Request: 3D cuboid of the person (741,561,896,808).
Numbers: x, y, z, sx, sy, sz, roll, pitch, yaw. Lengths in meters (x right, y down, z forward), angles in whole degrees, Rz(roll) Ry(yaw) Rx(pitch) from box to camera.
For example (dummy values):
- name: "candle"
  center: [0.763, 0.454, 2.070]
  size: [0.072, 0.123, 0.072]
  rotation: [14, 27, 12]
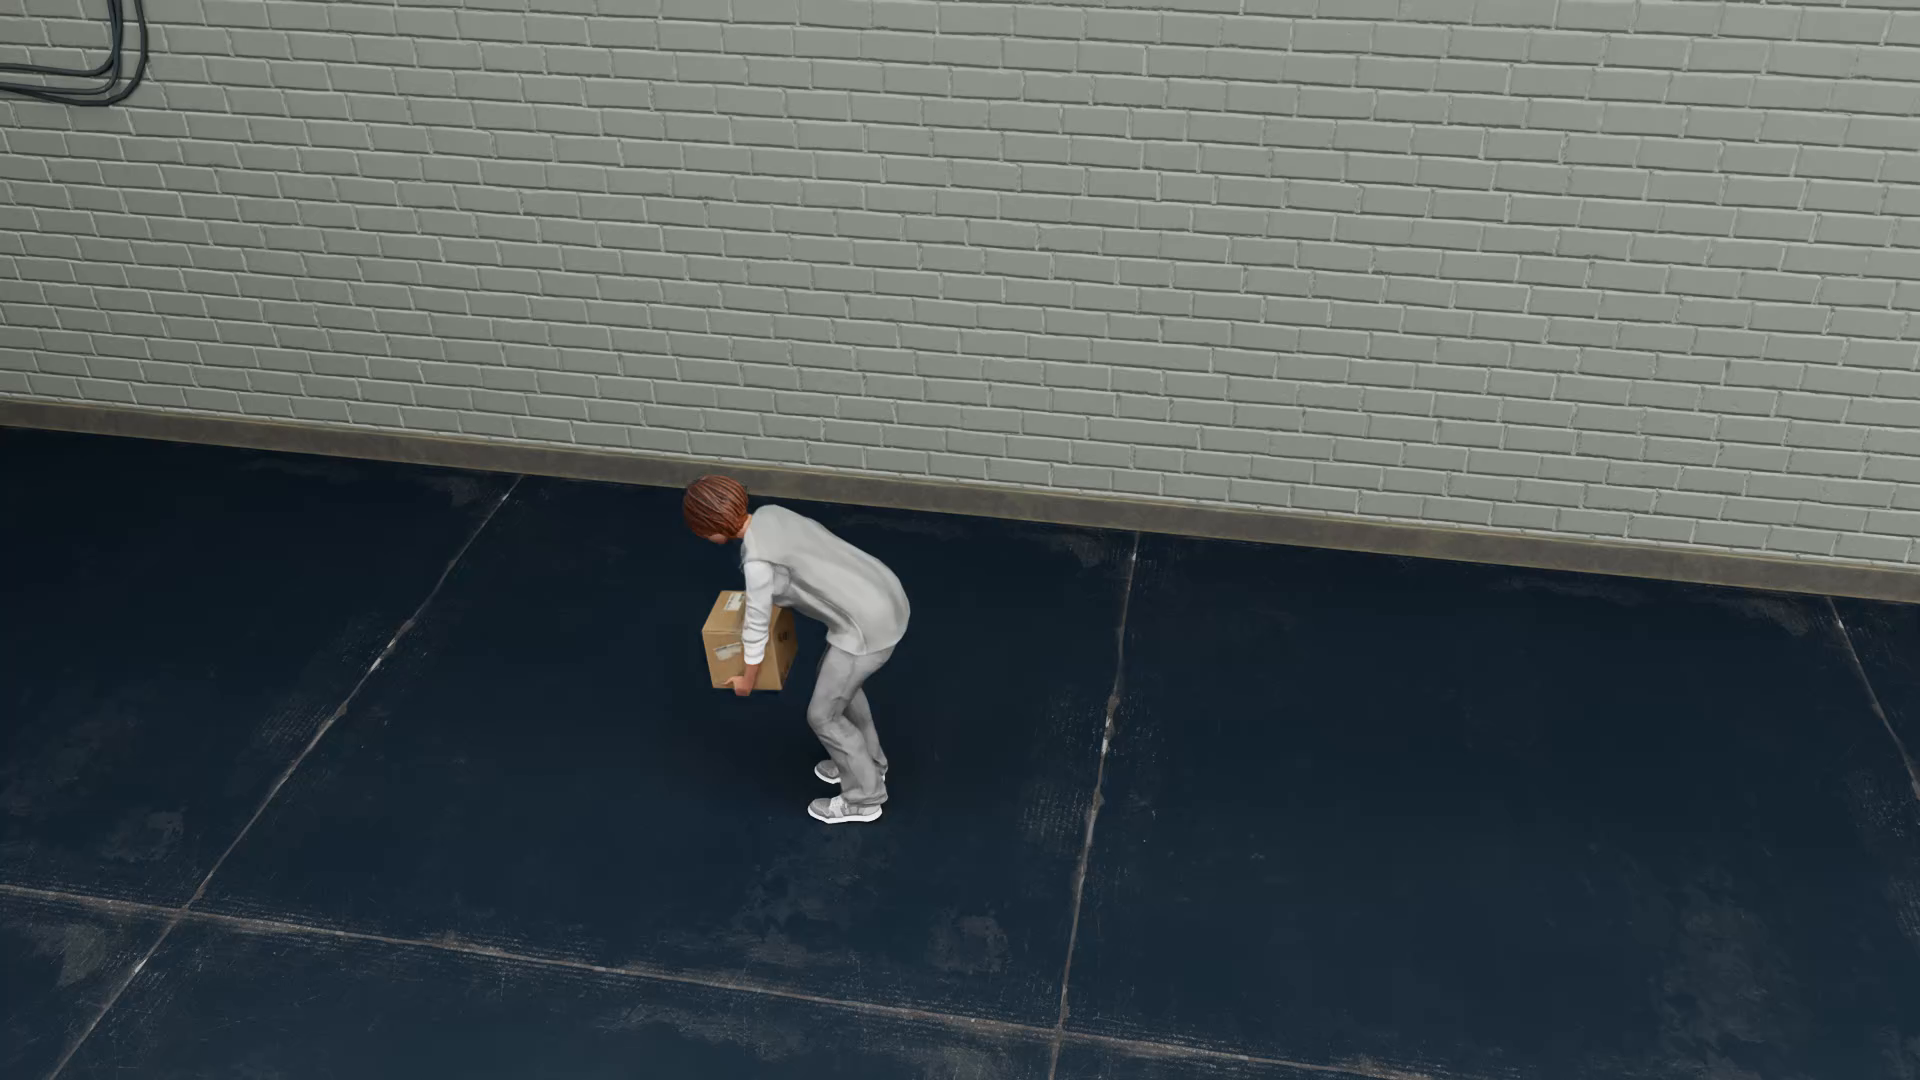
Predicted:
- name: "person"
  center: [-0.454, 0.415, 5.818]
  size: [0.539, 1.117, 0.380]
  rotation: [4, 33, 7]
